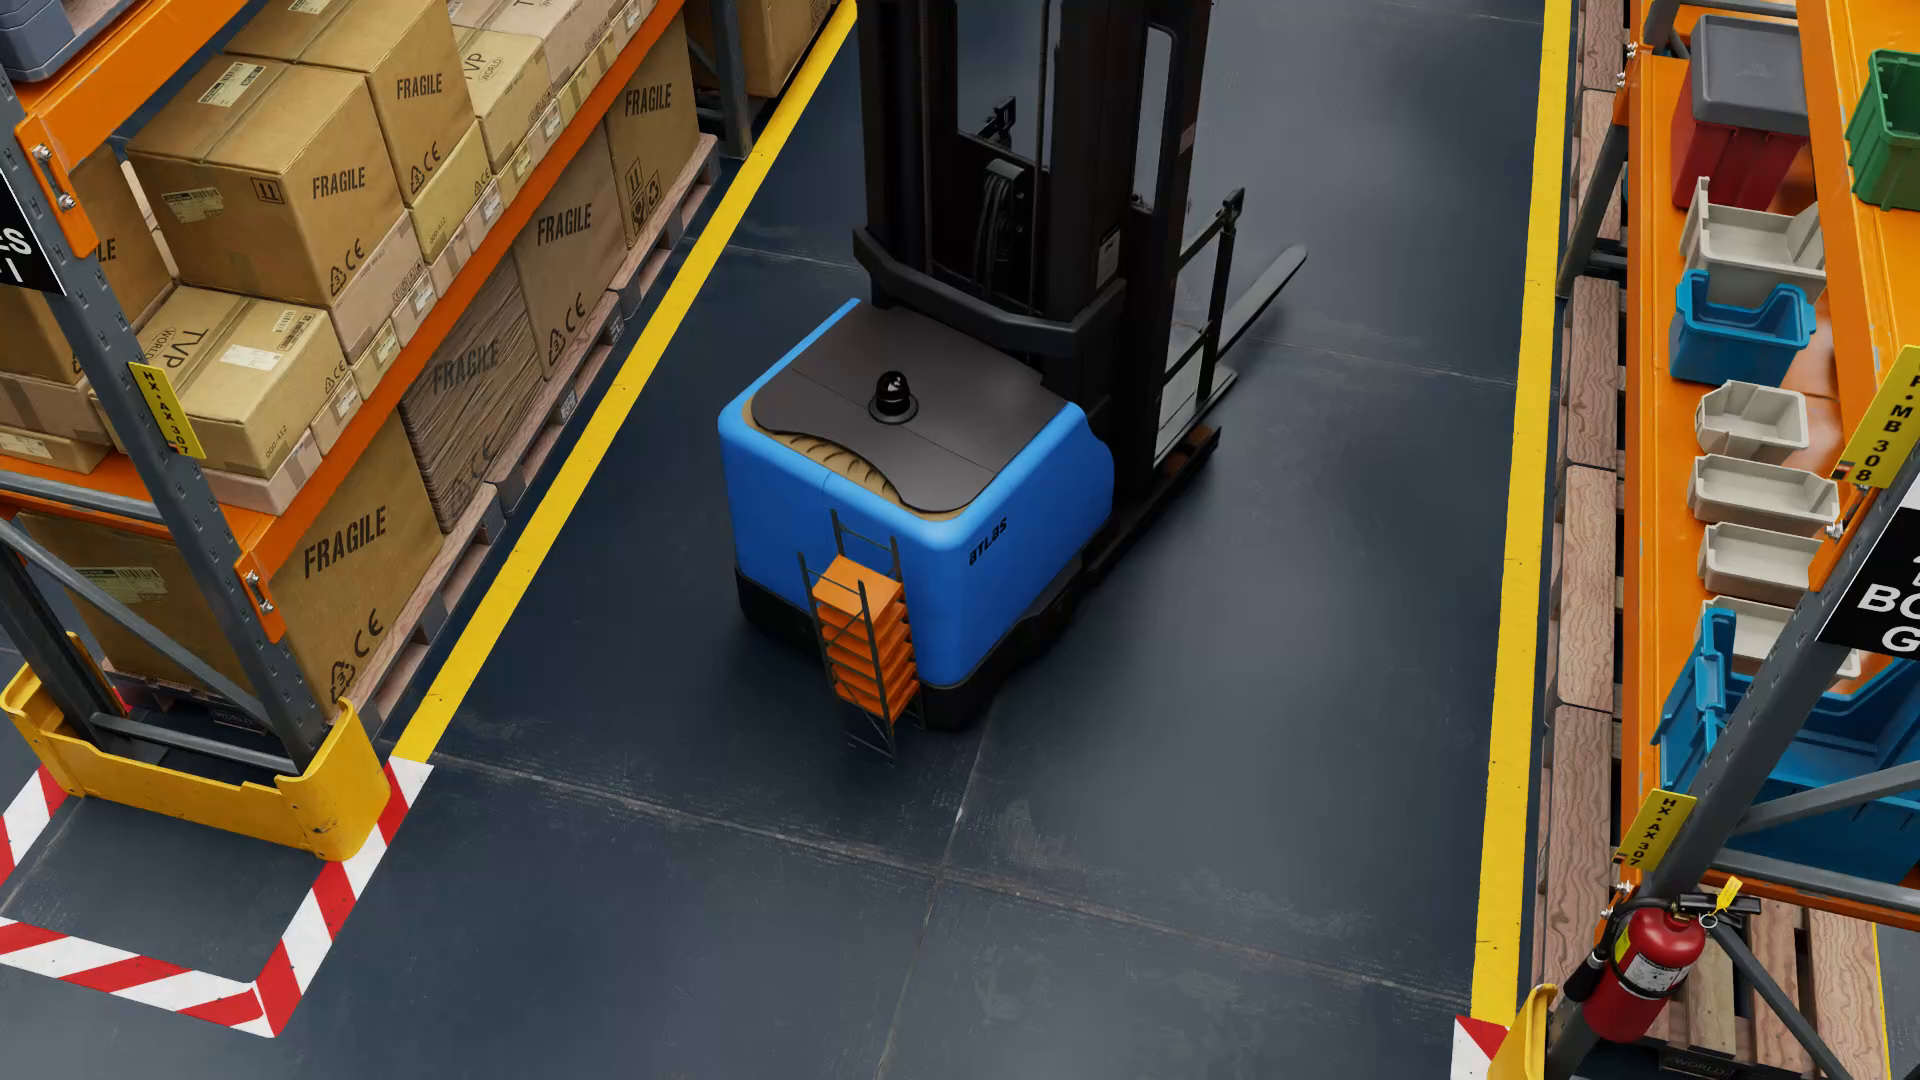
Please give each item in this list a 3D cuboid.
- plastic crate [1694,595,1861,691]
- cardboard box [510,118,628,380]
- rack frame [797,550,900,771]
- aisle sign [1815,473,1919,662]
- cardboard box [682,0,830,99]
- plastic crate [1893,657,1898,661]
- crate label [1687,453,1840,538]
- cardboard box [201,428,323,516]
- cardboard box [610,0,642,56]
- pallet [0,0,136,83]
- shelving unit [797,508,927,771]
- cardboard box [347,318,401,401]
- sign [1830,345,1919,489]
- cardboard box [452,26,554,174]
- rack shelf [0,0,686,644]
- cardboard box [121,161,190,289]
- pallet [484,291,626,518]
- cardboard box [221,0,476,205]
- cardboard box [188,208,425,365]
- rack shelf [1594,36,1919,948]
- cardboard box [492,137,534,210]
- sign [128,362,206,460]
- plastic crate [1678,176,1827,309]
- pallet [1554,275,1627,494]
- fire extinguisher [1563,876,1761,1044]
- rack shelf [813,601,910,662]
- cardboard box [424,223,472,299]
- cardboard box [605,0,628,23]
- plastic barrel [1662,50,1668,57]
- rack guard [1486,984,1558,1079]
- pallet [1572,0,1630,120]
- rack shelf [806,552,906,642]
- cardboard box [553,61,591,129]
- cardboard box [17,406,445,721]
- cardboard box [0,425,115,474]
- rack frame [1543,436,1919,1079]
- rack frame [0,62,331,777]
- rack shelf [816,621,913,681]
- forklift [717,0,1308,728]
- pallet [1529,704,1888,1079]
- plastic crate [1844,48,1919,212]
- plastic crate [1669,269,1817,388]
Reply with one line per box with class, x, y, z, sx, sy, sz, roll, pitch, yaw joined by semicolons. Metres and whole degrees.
plastic crate;2.221;0.284;4.553;0.396;0.136;0.243;12;50;10
cardboard box;-2.032;-1.351;6.998;0.875;0.875;0.875;12;50;10
rack frame;-0.355;0.429;5.495;0.240;1.200;0.006;24;60;20
aisle sign;1.879;-0.023;2.955;0.394;0.787;0.004;12;50;10
cardboard box;-1.396;-2.931;8.392;1.225;0.875;0.875;12;50;10
plastic crate;2.737;0.288;4.485;0.416;0.233;0.300;12;50;10
crate label;2.361;-0.129;4.918;0.396;0.136;0.243;12;50;10
cardboard box;-2.186;-0.243;5.051;0.380;0.149;0.250;12;50;10
cardboard box;-1.512;-2.102;6.691;0.380;0.149;0.250;12;50;11
pallet;-2.412;-1.637;4.171;1.003;0.211;1.213;12;50;10
shelving unit;-0.308;0.363;5.538;0.258;1.200;0.189;24;60;20
cardboard box;-2.052;-0.615;5.378;0.380;0.149;0.250;11;49;9
sign;1.646;-0.212;2.925;0.100;0.325;0.005;12;50;10
cardboard box;-1.812;-1.596;5.978;0.500;0.250;0.500;11;49;9
rack shelf;-2.071;-1.343;6.334;1.077;0.370;4.000;12;50;10
cardboard box;-2.592;-0.953;5.411;0.500;0.250;0.500;11;49;9
pallet;-2.139;-0.686;7.133;1.003;0.211;1.213;12;50;10
cardboard box;-1.949;-1.463;5.361;0.500;0.500;0.500;10;49;9
cardboard box;-2.080;-0.855;5.324;0.500;0.250;0.500;11;49;10
rack shelf;2.707;-0.366;5.471;1.077;0.370;4.000;12;50;10
cardboard box;-1.782;-1.356;6.033;0.380;0.149;0.250;10;49;9
sign;-2.064;-0.334;4.332;0.100;0.325;0.005;12;50;10
plastic crate;2.654;-0.963;5.557;0.437;0.282;0.530;12;50;10
pallet;3.078;-0.588;7.047;1.003;0.211;1.213;12;50;10
fire extinguisher;1.703;1.011;4.076;0.296;0.674;0.183;12;50;10
rack shelf;-0.320;0.249;5.379;0.258;0.103;0.180;24;60;20
cardboard box;-1.917;-0.987;5.707;0.380;0.149;0.250;11;49;9
cardboard box;-1.542;-2.331;6.627;0.500;0.250;0.500;13;50;11
plastic barrel;3.580;-2.398;7.904;0.600;0.901;0.708;12;50;10
rack guard;2.187;1.690;4.844;1.175;0.500;0.348;12;50;10
pallet;3.796;-2.563;8.790;1.003;0.211;1.213;12;50;10
rack shelf;-0.328;0.180;5.282;0.258;0.103;0.180;24;60;20
cardboard box;-1.647;-1.730;6.363;0.380;0.149;0.250;11;49;9
cardboard box;-2.506;-0.049;5.849;0.875;0.875;0.875;12;50;10
cardboard box;-2.821;-0.374;5.166;0.380;0.149;0.250;12;50;11
rack frame;2.178;0.842;3.925;0.949;2.616;0.053;12;50;10
rack frame;-2.597;-0.135;4.787;1.000;3.000;0.127;12;50;10
rack shelf;-0.313;0.319;5.477;0.258;0.103;0.180;24;60;20
forklift;0.426;-1.364;5.918;1.130;2.935;3.031;28;54;23
pallet;2.435;1.176;5.490;1.003;0.211;1.213;12;50;10
plastic crate;2.165;-0.850;3.559;0.450;0.188;0.336;12;50;10
plastic crate;2.474;-0.658;5.321;0.416;0.233;0.300;12;50;10
